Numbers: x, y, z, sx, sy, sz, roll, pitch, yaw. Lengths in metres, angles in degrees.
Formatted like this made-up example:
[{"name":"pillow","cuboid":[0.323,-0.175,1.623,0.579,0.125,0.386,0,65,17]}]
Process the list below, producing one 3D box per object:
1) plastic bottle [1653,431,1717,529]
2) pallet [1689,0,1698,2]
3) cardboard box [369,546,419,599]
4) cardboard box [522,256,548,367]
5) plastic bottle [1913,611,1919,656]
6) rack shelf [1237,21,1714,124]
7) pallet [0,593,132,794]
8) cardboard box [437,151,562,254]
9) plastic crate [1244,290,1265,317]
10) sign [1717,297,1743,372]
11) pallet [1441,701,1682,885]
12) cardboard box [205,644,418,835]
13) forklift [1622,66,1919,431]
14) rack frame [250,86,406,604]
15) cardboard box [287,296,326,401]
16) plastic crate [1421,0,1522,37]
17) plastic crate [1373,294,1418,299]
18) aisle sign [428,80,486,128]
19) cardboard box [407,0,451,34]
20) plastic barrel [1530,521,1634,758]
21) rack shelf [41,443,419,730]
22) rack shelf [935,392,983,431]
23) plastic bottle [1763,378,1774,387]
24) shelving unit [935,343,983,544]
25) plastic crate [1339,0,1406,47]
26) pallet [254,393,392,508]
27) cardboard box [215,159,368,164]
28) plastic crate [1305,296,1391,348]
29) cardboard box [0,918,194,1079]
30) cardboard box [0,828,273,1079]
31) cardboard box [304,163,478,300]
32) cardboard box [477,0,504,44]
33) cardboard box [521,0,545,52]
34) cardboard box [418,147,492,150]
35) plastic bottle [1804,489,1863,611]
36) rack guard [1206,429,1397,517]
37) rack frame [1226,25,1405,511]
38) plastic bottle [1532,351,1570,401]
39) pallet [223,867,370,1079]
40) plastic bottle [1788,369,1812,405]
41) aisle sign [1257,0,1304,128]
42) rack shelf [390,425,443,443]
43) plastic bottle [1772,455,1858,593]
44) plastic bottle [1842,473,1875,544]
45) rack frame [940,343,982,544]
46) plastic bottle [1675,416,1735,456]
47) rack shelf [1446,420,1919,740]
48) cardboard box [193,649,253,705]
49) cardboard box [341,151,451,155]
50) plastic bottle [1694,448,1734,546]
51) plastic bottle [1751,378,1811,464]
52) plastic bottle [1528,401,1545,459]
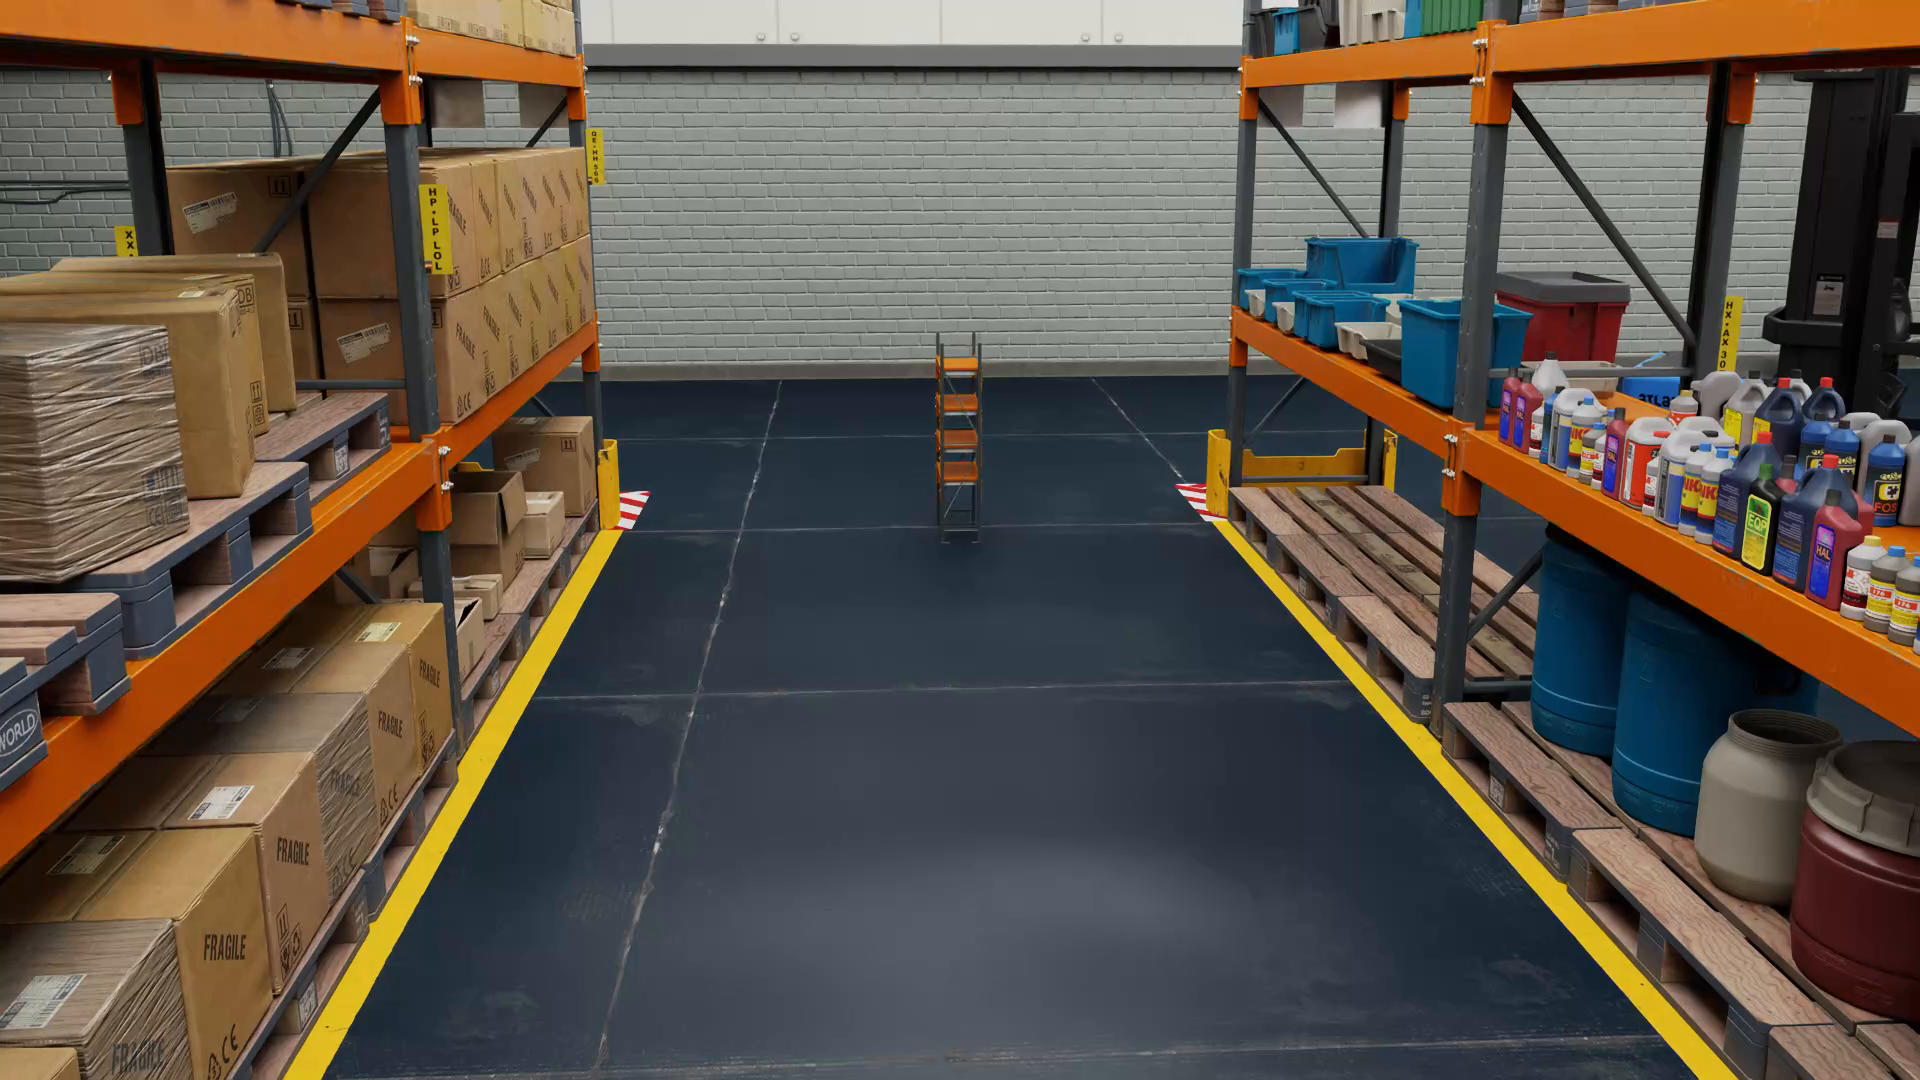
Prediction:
[{"name":"plastic bottle","cuboid":[2.179,-0.181,4.959,0.152,0.276,0.135,-1,14,-3]},{"name":"pallet","cuboid":[2.678,-1.536,4.335,1.003,0.211,1.213,-1,14,-3]},{"name":"cardboard box","cuboid":[-2.850,0.191,7.778,0.500,0.311,0.500,-1,14,-3]},{"name":"cardboard box","cuboid":[-2.342,-1.132,8.206,0.500,0.500,0.500,-1,14,-4]},{"name":"plastic bottle","cuboid":[2.228,0.130,3.760,0.097,0.271,0.097,0,14,0]},{"name":"rack shelf","cuboid":[2.335,-2.252,8.182,1.077,0.370,4.000,-1,14,-3]},{"name":"pallet","cuboid":[-2.350,0.346,3.048,1.213,0.211,1.003,-1,14,-3]},{"name":"cardboard box","cuboid":[-2.362,-1.741,8.566,0.500,0.500,0.500,0,14,-2]},{"name":"plastic crate","cuboid":[1.835,-1.399,9.851,0.250,0.136,0.298,-1,14,-3]},{"name":"sign","cuboid":[3.008,-0.792,6.530,0.100,0.325,0.005,-1,14,-3]},{"name":"pallet","cuboid":[2.465,0.893,6.132,1.003,0.211,1.213,-1,14,-3]},{"name":"cardboard box","cuboid":[-2.147,0.664,5.558,0.500,0.500,0.500,-1,14,-3]},{"name":"forklift","cuboid":[5.297,-1.245,8.983,3.031,2.935,1.130,9,17,32]},{"name":"rack frame","cuboid":[-2.489,-0.574,6.239,0.949,2.616,0.053,-1,14,-3]},{"name":"cardboard box","cuboid":[-2.773,-0.743,6.695,0.500,0.500,0.500,-1,14,-3]},{"name":"plastic crate","cuboid":[2.131,-2.101,6.577,0.450,0.188,0.662,-1,14,-3]},{"name":"plastic crate","cuboid":[2.442,-1.346,9.647,0.396,0.136,0.243,-1,14,-3]},{"name":"aisle sign","cuboid":[-3.031,-2.841,9.830,0.394,0.787,0.004,-1,14,-3]},{"name":"cardboard box","cuboid":[-2.269,-2.079,6.369,0.500,0.250,0.500,-1,14,-3]},{"name":"plastic barrel","cuboid":[2.475,0.298,6.215,0.600,0.901,0.708,-1,14,-3]},{"name":"rack shelf","cuboid":[-2.362,0.142,4.363,0.919,0.052,3.809,-1,14,-3]},{"name":"rack shelf","cuboid":[-0.010,-0.774,9.998,0.258,0.148,0.480,-1,14,-3]},{"name":"plastic bottle","cuboid":[2.866,-0.444,5.965,0.061,0.283,0.133,-1,14,-3]},{"name":"shelving unit","cuboid":[-0.010,-0.622,10.035,0.258,1.200,0.499,-1,14,-3]},{"name":"plastic crate","cuboid":[2.040,-2.484,7.880,0.437,0.282,0.530,-1,14,-3]},{"name":"pallet","cuboid":[-2.545,-0.281,5.484,1.003,0.211,1.213,-1,14,-3]},{"name":"cardboard box","cuboid":[-2.810,-1.356,7.071,0.500,0.500,0.500,-1,14,-5]},{"name":"plastic crate","cuboid":[1.998,-1.124,8.592,0.416,0.233,0.300,-1,14,-3]},{"name":"cardboard box","cuboid":[-2.019,1.170,3.592,0.500,0.500,0.500,-1,14,-5]},{"name":"cardboard box","cuboid":[-2.250,1.339,2.833,1.136,0.551,3.017,-1,14,-5]},{"name":"cardboard box","cuboid":[-2.234,-1.229,6.575,0.500,0.500,0.500,-1,14,-2]},{"name":"cardboard box","cuboid":[-2.325,-2.328,7.336,0.500,0.250,0.500,-1,14,-3]},{"name":"cardboard box","cuboid":[-2.374,-2.577,8.303,0.500,0.250,0.500,-1,14,-3]},{"name":"cardboard box","cuboid":[-2.969,-1.988,9.524,0.500,0.500,0.500,0,14,-2]},{"name":"plastic bottle","cuboid":[2.185,0.023,4.151,0.061,0.283,0.133,-1,14,-3]},{"name":"rack guard","cuboid":[2.196,-0.440,10.733,1.175,0.500,0.348,-1,14,-3]},{"name":"rack frame","cuboid":[2.211,-1.645,10.399,1.000,3.000,0.127,-1,14,-3]},{"name":"plastic bottle","cuboid":[2.159,-0.524,6.140,0.144,0.351,0.185,-1,14,-3]},{"name":"pallet","cuboid":[-2.319,1.282,4.621,1.003,0.211,1.213,-1,14,-3]},{"name":"plastic bottle","cuboid":[2.842,-0.403,5.670,0.144,0.351,0.185,-1,14,-3]},{"name":"aisle sign","cuboid":[1.910,-2.917,10.127,0.394,0.787,0.004,-1,14,-3]},{"name":"rack shelf","cuboid":[-2.609,-0.853,8.229,0.919,0.052,3.809,-1,14,-3]},{"name":"plastic bottle","cuboid":[2.216,-0.050,4.299,0.144,0.351,0.185,-1,14,-3]},{"name":"plastic bottle","cuboid":[2.317,-0.025,4.339,0.061,0.283,0.133,-1,14,-3]},{"name":"rack frame","cuboid":[0.005,-0.562,9.801,0.240,1.200,0.015,-1,14,-3]},{"name":"plastic bottle","cuboid":[2.316,-0.241,5.192,0.152,0.276,0.135,-1,14,-3]},{"name":"rack shelf","cuboid":[2.582,0.196,4.689,1.077,0.370,4.000,-1,14,-3]},{"name":"cardboard box","cuboid":[-2.655,0.680,5.499,0.500,0.500,0.500,-1,14,-3]},{"name":"cardboard box","cuboid":[-2.903,-1.733,8.535,0.500,0.500,0.500,-1,14,-3]},{"name":"plastic bottle","cuboid":[2.165,-0.125,4.752,0.097,0.271,0.097,0,14,0]},{"name":"plastic bottle","cuboid":[2.710,-0.354,5.483,0.144,0.351,0.185,-1,14,-3]},{"name":"plastic bottle","cuboid":[2.089,-0.394,5.938,0.097,0.201,0.097,0,14,0]}]
